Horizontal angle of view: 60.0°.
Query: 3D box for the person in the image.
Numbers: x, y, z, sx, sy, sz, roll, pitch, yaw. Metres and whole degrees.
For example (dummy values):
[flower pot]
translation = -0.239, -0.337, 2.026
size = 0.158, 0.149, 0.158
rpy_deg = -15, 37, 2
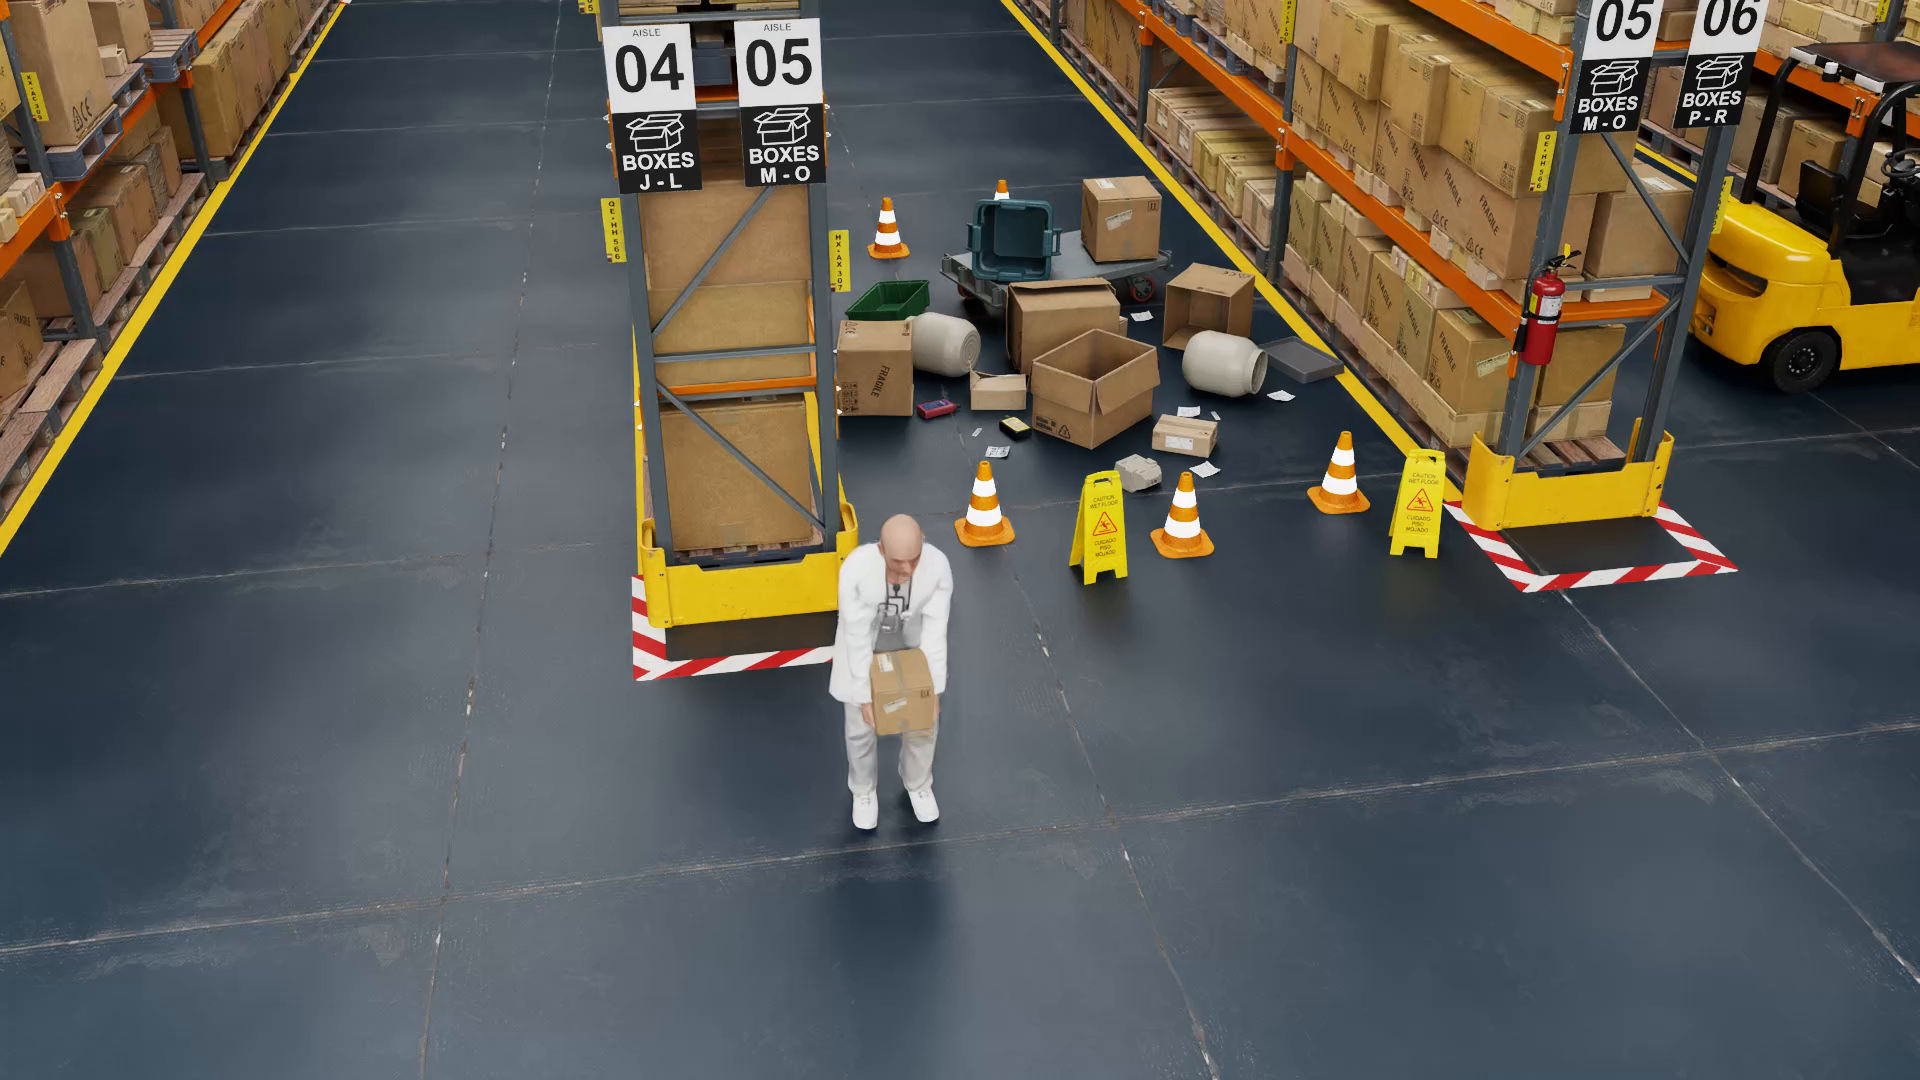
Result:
[person]
translation = -0.300, 0.555, 7.299
size = 0.544, 1.690, 0.630
rpy_deg = -6, 31, -10
